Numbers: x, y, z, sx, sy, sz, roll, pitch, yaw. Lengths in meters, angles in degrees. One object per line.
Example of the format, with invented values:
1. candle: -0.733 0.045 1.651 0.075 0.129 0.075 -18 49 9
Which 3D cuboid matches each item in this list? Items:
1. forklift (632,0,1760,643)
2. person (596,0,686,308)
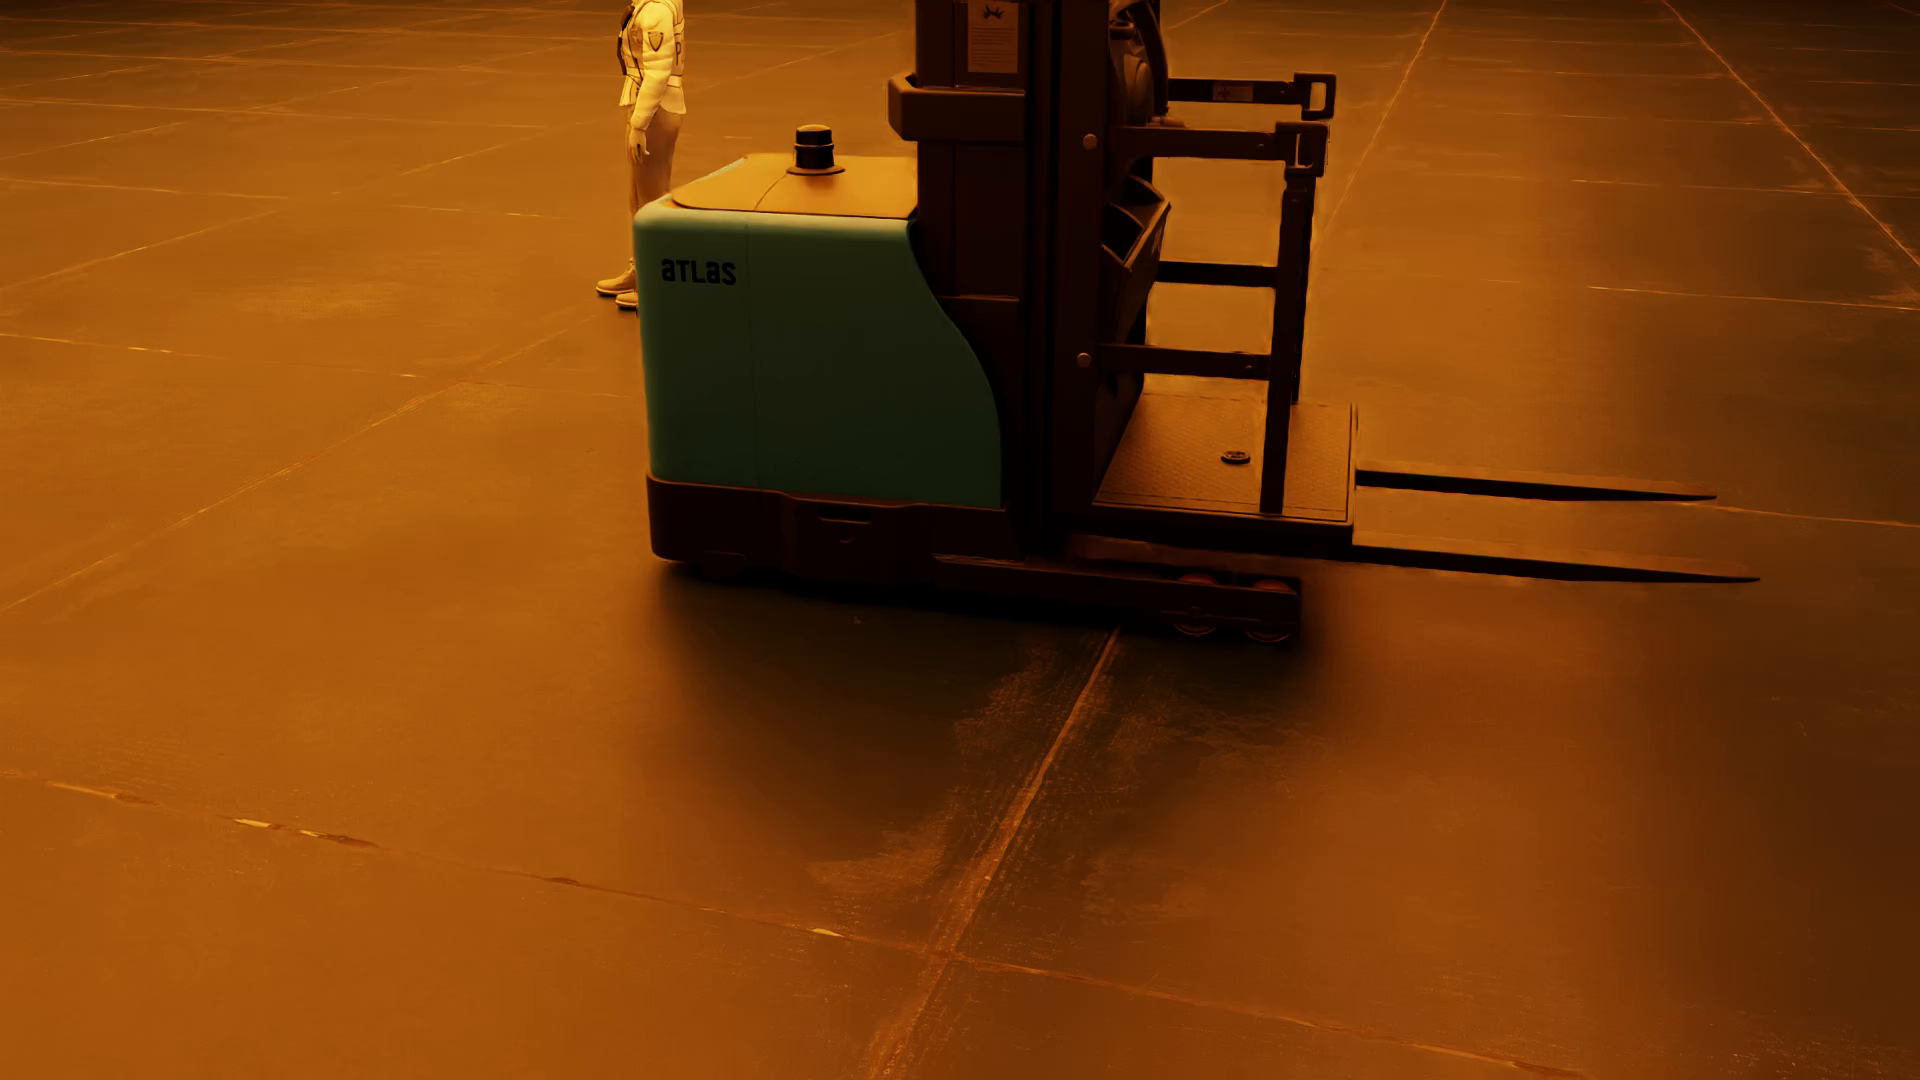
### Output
1. forklift: 0.667 -1.302 4.434 3.031 2.935 1.130 5 23 12
2. person: -1.452 -1.891 7.461 0.530 1.694 0.588 -3 23 -6
